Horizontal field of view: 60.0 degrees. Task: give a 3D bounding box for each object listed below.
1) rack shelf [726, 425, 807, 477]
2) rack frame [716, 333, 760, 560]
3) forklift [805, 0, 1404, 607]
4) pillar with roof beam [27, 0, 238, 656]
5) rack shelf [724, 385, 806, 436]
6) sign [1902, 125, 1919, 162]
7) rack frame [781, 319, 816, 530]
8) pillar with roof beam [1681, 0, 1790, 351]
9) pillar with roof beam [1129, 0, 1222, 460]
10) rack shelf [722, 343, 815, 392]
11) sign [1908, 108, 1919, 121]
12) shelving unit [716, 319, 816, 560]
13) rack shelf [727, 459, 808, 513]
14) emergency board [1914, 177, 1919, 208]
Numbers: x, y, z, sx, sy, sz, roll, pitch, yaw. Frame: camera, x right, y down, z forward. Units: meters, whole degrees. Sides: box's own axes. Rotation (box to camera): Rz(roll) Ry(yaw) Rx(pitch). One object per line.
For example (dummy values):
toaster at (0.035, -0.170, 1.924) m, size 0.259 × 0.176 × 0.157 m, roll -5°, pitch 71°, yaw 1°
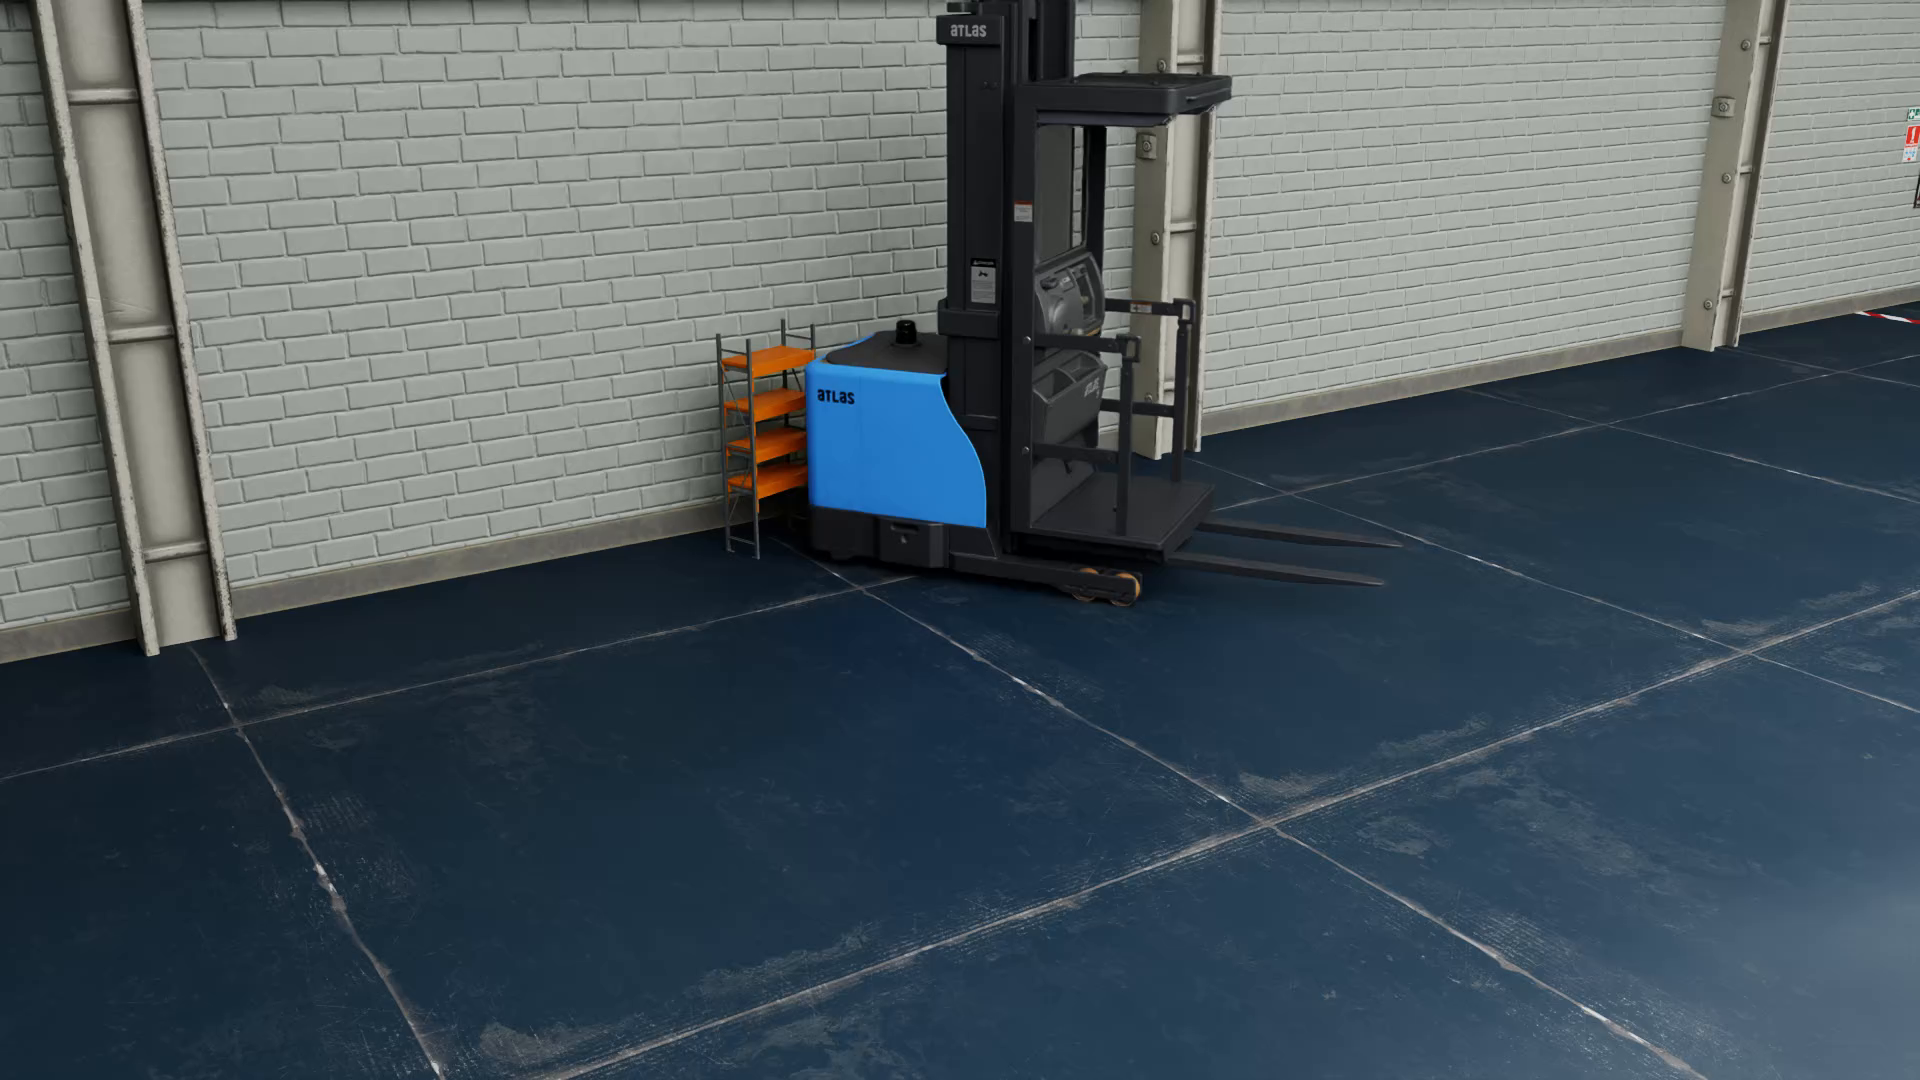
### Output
rack shelf at (-1.027, -0.486, 9.019) m, size 0.258 × 0.148 × 0.480 m, roll 14°, pitch 23°, yaw 35°
rack frame at (-1.177, -0.488, 8.815) m, size 0.240 × 1.200 × 0.015 m, roll 14°, pitch 23°, yaw 35°
forklift at (0.744, -1.249, 8.362) m, size 3.031 × 2.935 × 1.130 m, roll 8°, pitch 20°, yaw 21°
pillar with roof beam at (-1.299, -2.651, 3.035) m, size 0.400 × 9.000 × 9.100 m, roll -12°, pitch 22°, yaw -31°
rack shelf at (-1.027, -0.698, 8.948) m, size 0.258 × 0.148 × 0.480 m, roll 14°, pitch 23°, yaw 35°
sign at (8.764, -3.653, 15.310) m, size 0.234 × 0.329 × 0.001 m, roll -12°, pitch 22°, yaw -31°
rack frame at (-0.878, -0.612, 9.180) m, size 0.240 × 1.200 × 0.015 m, roll 14°, pitch 23°, yaw 35°
pillar with roof beam at (8.724, -4.764, 9.287) m, size 0.400 × 9.000 × 9.100 m, roll -12°, pitch 22°, yaw -31°
pillar with roof beam at (3.713, -3.708, 6.161) m, size 0.400 × 9.000 × 9.100 m, roll -12°, pitch 22°, yaw -31°
rack shelf at (-1.027, -0.922, 8.872) m, size 0.258 × 0.148 × 0.480 m, roll 14°, pitch 23°, yaw 35°
sign at (8.772, -3.902, 15.221) m, size 0.331 × 0.109 × 0.001 m, roll -12°, pitch 22°, yaw -31°
shelving unit at (-1.027, -0.550, 8.998) m, size 0.258 × 1.200 × 0.503 m, roll 14°, pitch 23°, yaw 35°
rack shelf at (-1.027, -0.298, 9.083) m, size 0.258 × 0.148 × 0.480 m, roll 14°, pitch 23°, yaw 35°
emergency board at (9.265, -3.709, 15.532) m, size 0.626 × 1.169 × 0.157 m, roll -12°, pitch 22°, yaw -31°
